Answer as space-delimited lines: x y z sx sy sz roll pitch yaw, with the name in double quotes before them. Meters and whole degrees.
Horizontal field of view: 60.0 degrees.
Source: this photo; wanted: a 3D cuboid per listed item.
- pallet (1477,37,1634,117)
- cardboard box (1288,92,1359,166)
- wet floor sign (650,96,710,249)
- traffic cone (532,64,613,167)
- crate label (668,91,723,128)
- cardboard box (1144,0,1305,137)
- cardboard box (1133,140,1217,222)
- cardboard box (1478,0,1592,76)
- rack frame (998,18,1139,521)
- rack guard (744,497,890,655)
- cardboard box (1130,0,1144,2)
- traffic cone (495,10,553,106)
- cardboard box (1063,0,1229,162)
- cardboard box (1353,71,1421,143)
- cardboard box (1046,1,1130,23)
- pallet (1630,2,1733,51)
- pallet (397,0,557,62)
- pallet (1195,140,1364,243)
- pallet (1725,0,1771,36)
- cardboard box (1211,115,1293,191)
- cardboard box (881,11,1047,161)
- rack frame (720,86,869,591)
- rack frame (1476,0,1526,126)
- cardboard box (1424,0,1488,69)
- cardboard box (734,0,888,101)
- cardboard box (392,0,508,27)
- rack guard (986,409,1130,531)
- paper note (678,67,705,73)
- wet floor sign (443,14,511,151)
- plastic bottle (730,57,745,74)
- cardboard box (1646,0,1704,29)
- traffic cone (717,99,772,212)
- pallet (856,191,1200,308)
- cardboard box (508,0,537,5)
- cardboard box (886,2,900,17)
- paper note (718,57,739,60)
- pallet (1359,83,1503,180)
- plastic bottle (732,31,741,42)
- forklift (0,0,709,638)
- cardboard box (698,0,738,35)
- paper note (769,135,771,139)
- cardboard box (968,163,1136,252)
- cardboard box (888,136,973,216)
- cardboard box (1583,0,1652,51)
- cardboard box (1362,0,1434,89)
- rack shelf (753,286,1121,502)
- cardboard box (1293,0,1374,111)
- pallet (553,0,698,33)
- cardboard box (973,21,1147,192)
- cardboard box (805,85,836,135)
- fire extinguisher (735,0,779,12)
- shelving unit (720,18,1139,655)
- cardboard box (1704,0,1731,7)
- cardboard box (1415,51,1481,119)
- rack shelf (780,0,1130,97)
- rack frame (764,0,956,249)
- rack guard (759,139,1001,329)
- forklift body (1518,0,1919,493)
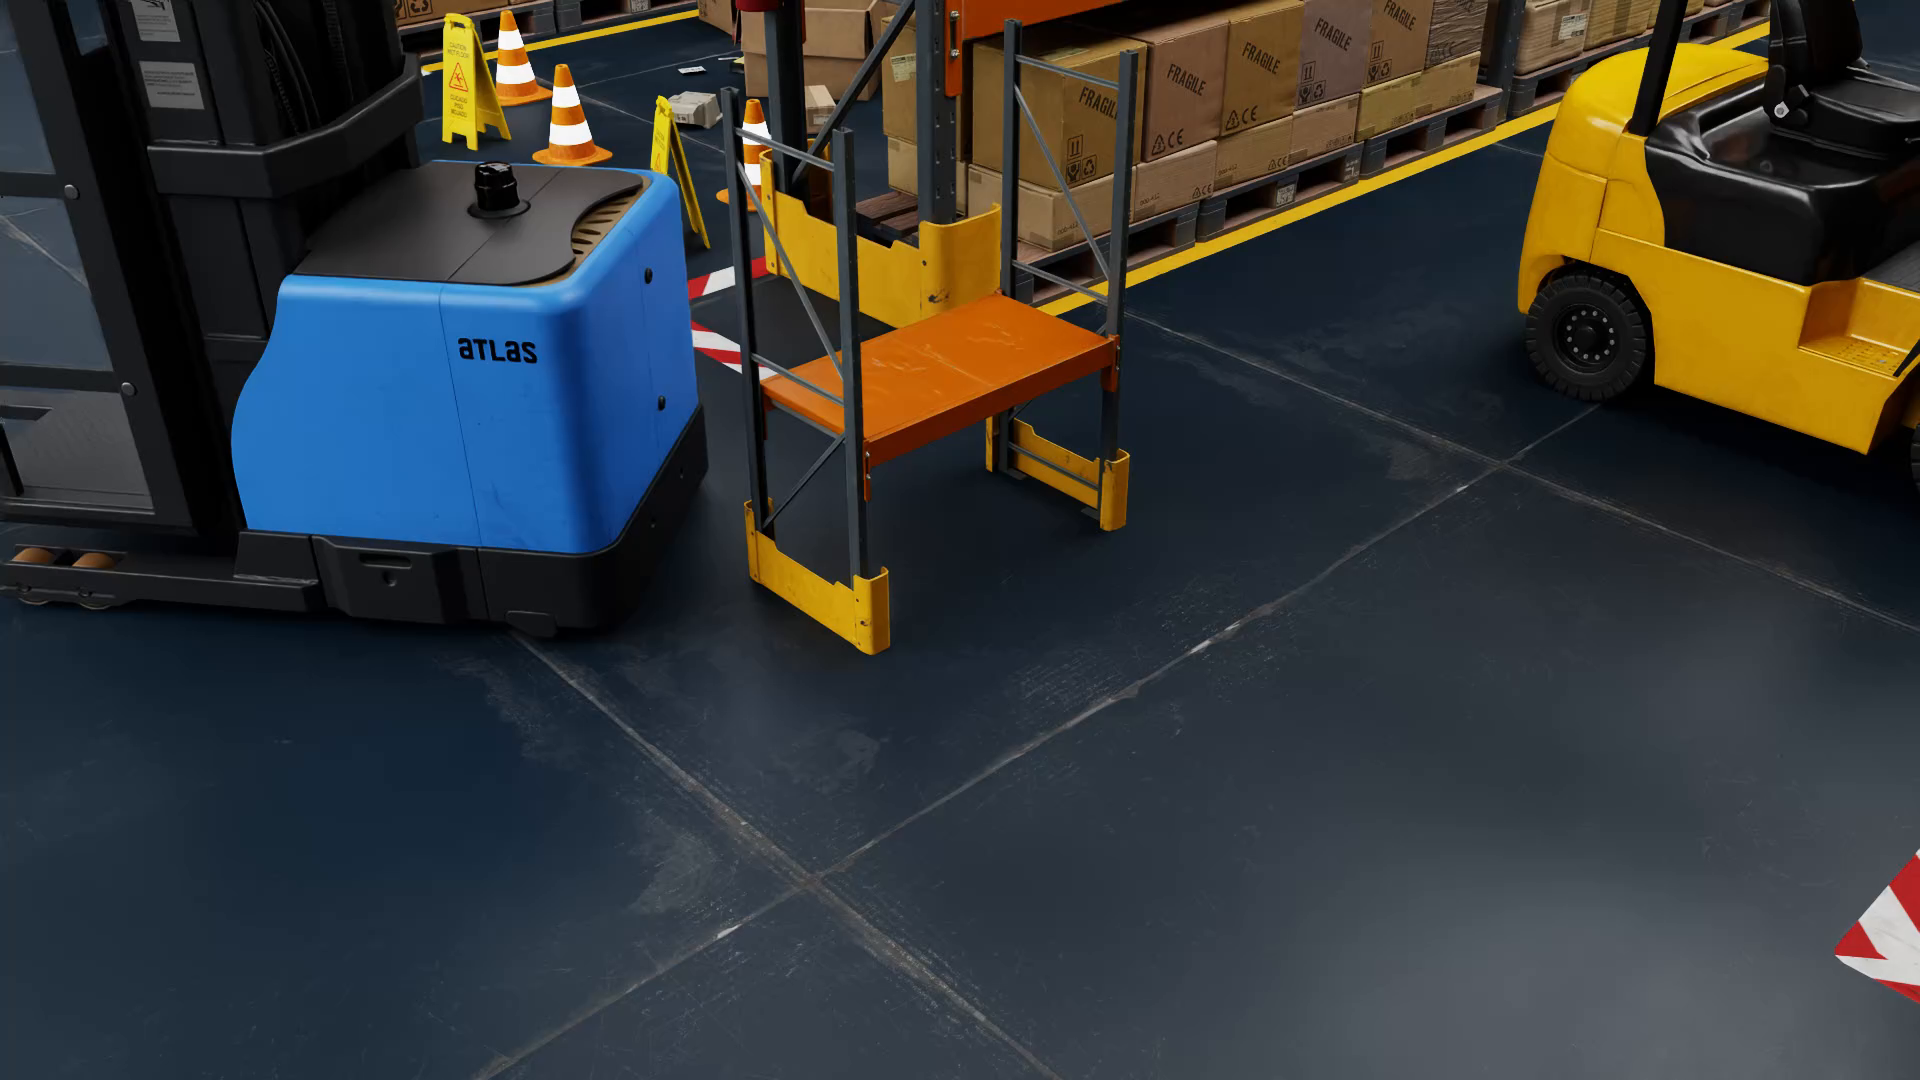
"pallet" 3.108 -2.773 9.583 1.213 0.211 1.003 -26 40 -35
"cardboard box" 1.528 -2.008 7.892 0.500 0.250 0.500 -25 39 -35
"wet floor sign" -1.262 -1.605 7.256 0.232 0.644 0.267 -12 34 -19
"traffic cone" -1.961 -2.135 8.298 0.334 0.463 0.336 -26 40 -35
"crate label" -1.427 -2.299 8.878 0.250 0.136 0.298 9 33 15
"cardboard box" 1.155 -2.144 7.396 0.500 0.500 0.500 -25 39 -35
"cardboard box" 0.764 -1.632 7.277 0.500 0.250 0.500 -24 39 -34
"cardboard box" 2.921 -2.931 9.285 0.625 0.372 0.950 -25 39 -35
"rack frame" 0.310 -0.790 5.104 0.032 1.500 0.500 -26 40 -35
"rack guard" -0.421 0.097 4.852 0.087 0.250 0.587 -26 40 -35
"cardboard box" 0.770 -2.340 7.716 0.500 0.500 0.500 -27 40 -36
"traffic cone" -2.480 -2.688 9.202 0.334 0.463 0.336 -26 40 -35
"cardboard box" 0.782 -1.969 7.110 0.500 0.500 0.500 -28 41 -37
"cardboard box" 1.904 -2.187 8.184 0.500 0.250 0.500 -27 41 -37
"cardboard box" 0.395 -2.164 7.427 0.500 0.500 0.500 -24 39 -34
"pallet" 4.003 -3.208 10.294 1.213 0.211 1.003 -26 40 -35
"pallet" -3.302 -3.249 10.361 1.213 0.211 1.003 -26 40 -35
"pallet" 1.175 -1.810 8.007 1.213 0.211 1.003 -26 40 -35
"pallet" 4.897 -3.639 10.998 1.213 0.211 1.003 -26 40 -35
"cardboard box" 1.155 -1.830 7.601 0.500 0.250 0.500 -23 38 -32
"cardboard box" 0.015 -1.977 7.123 0.500 0.500 0.500 -26 40 -35
"rack frame" -0.435 -0.429 4.514 0.032 1.500 0.500 -26 40 -35
"rack frame" 2.538 -3.686 8.403 0.127 3.000 1.000 -26 40 -35
"cardboard box" 2.287 -2.700 8.304 0.500 0.500 0.500 -26 40 -36
"cardboard box" -0.829 -2.794 9.336 0.797 0.503 0.637 4 32 6
"cardboard box" -3.383 -3.664 10.000 0.875 0.875 0.875 -26 40 -35
"rack guard" 0.309 -0.256 5.429 0.087 0.250 0.587 -26 40 -35
"paper note" -1.561 -2.750 9.719 0.142 0.017 0.144 -12 34 -19
"wet floor sign" -2.510 -2.353 8.479 0.267 0.644 0.232 22 37 31
"plastic bottle" -1.224 -2.810 9.787 0.133 0.061 0.283 15 34 23
"cardboard box" 3.954 -3.435 10.108 0.625 0.372 0.950 -24 39 -34
"traffic cone" -0.957 -1.831 7.801 0.334 0.463 0.336 -26 40 -35
"pallet" 0.280 -1.379 7.303 1.213 0.211 1.003 -26 40 -35
"cardboard box" -2.739 -3.976 10.512 0.875 0.875 0.875 -27 40 -36
"cardboard box" -0.148 -3.187 9.849 0.503 0.637 0.797 -26 40 -35
"paper note" -1.383 -2.883 9.955 0.123 0.001 0.032 -7 32 -11
"pallet" 2.070 -2.245 8.719 1.213 0.211 1.003 -26 40 -35
"plastic bottle" -1.254 -3.107 10.273 0.283 0.061 0.133 15 34 23
"forklift" -2.391 -1.312 4.585 3.031 2.935 1.130 4 32 7
"cardboard box" -1.342 -3.535 10.550 0.500 0.500 0.500 -19 36 -28
"paper note" -1.055 -2.097 8.651 0.148 0.019 0.142 15 34 23
"cardboard box" 0.384 -1.454 6.985 0.500 0.250 0.500 -26 40 -36
"cardboard box" 0.032 -1.672 7.341 0.500 0.250 0.500 -26 40 -36
"cardboard box" 3.446 -3.187 9.704 0.625 0.372 0.950 -23 38 -33
"cardboard box" 1.915 -2.519 8.008 0.500 0.500 0.500 -25 39 -35
"rack shelf" -0.063 -0.456 4.903 1.000 0.185 0.538 -26 40 -35
"cardboard box" 1.541 -2.337 7.711 0.500 0.500 0.500 -23 39 -33
"pallet" -2.407 -3.679 11.065 1.213 0.211 1.003 -26 40 -35
"cardboard box" 0.401 -1.782 6.804 0.500 0.500 0.500 -27 41 -37
"cardboard box" -0.808 -2.288 8.850 0.250 0.149 0.380 -7 32 -11
"fire extinguisher" -0.792 -2.370 6.325 0.183 0.674 0.296 -26 40 -35
"shelving unit" -0.056 -0.613 4.815 1.083 1.500 0.587 -26 40 -35
"cardboard box" 4.514 -3.702 10.545 0.625 0.372 0.950 -27 40 -36
"cardboard box" 2.287 -2.380 8.499 0.500 0.250 0.500 -24 39 -33
"rack shelf" 1.071 -2.670 7.430 4.000 0.370 1.077 -26 40 -35
"rack frame" -0.395 -2.267 6.083 0.127 3.000 1.000 -26 40 -35
"rack guard" -0.339 -1.228 6.779 0.348 0.500 1.175 -26 40 -35
"forklift body" 3.133 -1.378 5.442 1.214 2.155 2.313 -26 40 -35
